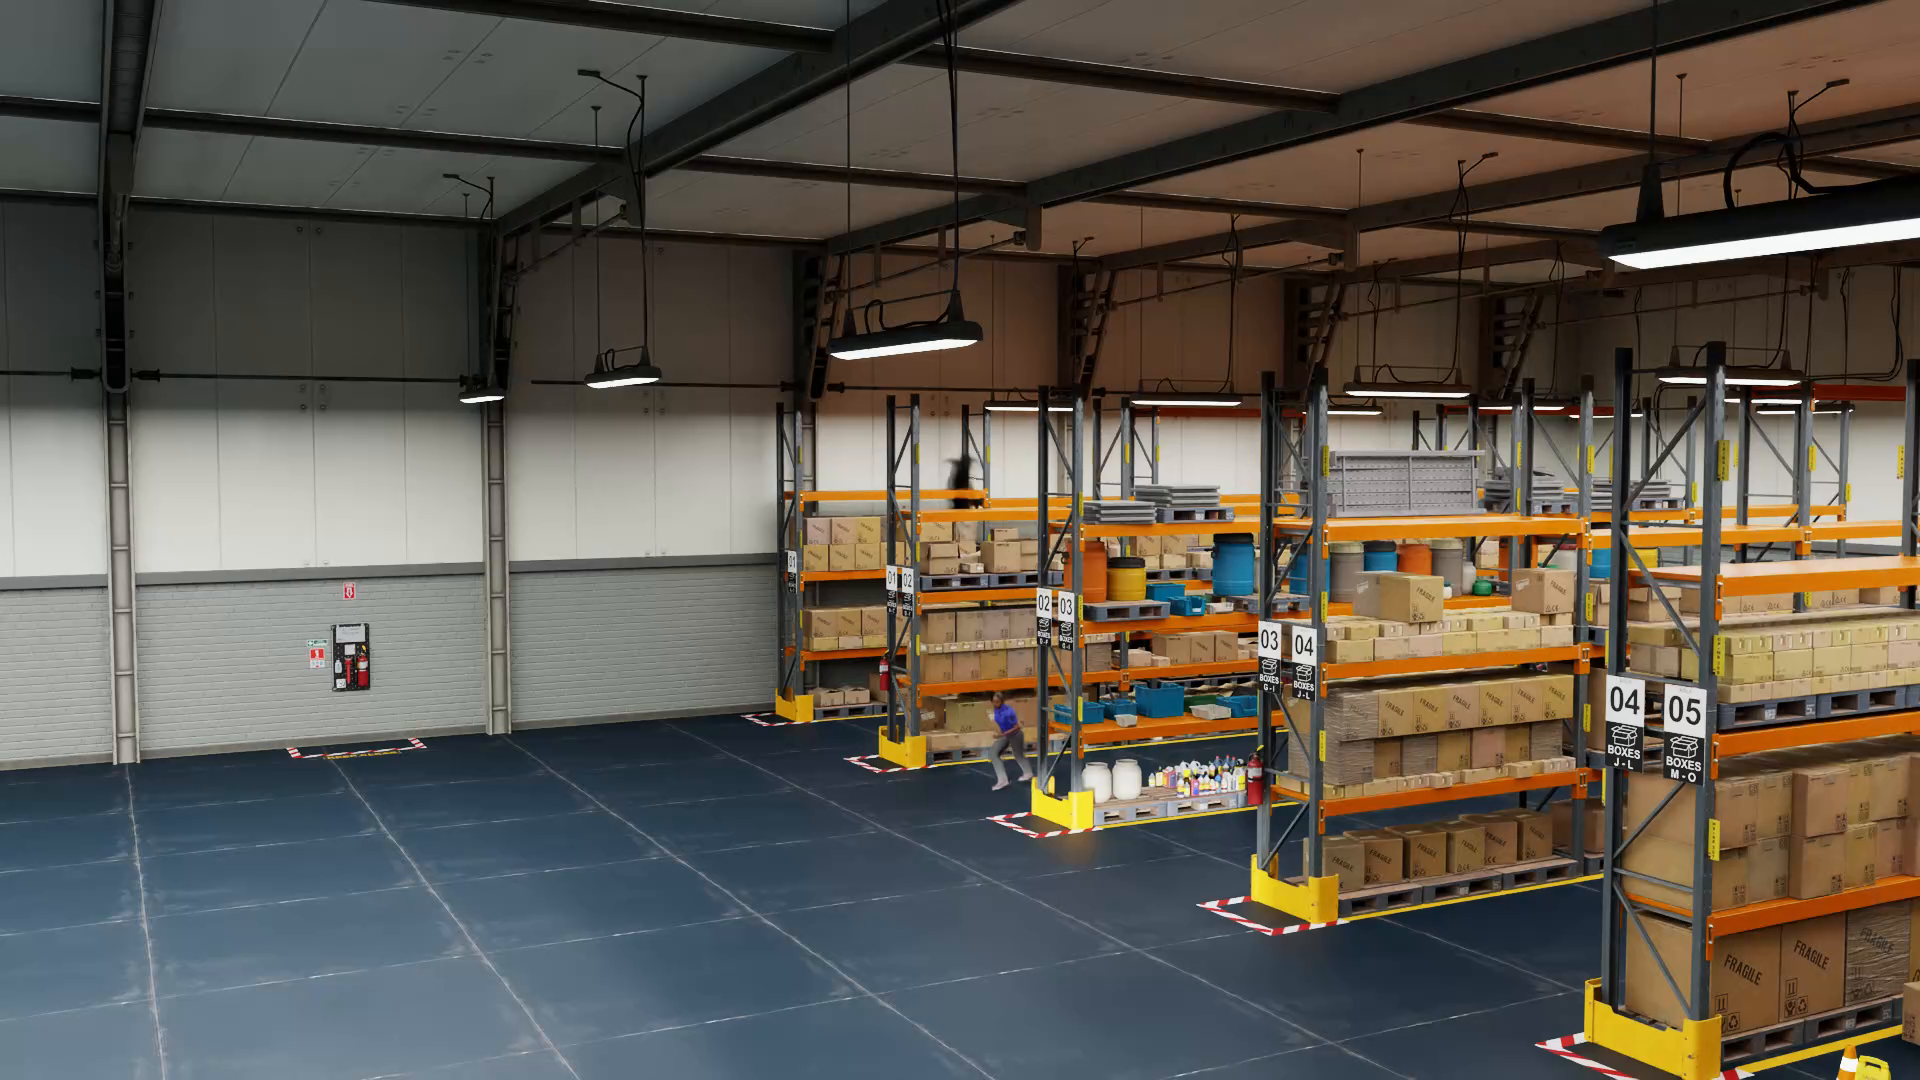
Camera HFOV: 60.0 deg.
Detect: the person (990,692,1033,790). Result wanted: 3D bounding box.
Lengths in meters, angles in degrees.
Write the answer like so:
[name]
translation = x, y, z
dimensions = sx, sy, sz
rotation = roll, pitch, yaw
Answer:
[person]
translation = 0.796, 2.984, 25.095
dimensions = 0.597, 1.487, 1.014
rotation = 3, 4, 43
